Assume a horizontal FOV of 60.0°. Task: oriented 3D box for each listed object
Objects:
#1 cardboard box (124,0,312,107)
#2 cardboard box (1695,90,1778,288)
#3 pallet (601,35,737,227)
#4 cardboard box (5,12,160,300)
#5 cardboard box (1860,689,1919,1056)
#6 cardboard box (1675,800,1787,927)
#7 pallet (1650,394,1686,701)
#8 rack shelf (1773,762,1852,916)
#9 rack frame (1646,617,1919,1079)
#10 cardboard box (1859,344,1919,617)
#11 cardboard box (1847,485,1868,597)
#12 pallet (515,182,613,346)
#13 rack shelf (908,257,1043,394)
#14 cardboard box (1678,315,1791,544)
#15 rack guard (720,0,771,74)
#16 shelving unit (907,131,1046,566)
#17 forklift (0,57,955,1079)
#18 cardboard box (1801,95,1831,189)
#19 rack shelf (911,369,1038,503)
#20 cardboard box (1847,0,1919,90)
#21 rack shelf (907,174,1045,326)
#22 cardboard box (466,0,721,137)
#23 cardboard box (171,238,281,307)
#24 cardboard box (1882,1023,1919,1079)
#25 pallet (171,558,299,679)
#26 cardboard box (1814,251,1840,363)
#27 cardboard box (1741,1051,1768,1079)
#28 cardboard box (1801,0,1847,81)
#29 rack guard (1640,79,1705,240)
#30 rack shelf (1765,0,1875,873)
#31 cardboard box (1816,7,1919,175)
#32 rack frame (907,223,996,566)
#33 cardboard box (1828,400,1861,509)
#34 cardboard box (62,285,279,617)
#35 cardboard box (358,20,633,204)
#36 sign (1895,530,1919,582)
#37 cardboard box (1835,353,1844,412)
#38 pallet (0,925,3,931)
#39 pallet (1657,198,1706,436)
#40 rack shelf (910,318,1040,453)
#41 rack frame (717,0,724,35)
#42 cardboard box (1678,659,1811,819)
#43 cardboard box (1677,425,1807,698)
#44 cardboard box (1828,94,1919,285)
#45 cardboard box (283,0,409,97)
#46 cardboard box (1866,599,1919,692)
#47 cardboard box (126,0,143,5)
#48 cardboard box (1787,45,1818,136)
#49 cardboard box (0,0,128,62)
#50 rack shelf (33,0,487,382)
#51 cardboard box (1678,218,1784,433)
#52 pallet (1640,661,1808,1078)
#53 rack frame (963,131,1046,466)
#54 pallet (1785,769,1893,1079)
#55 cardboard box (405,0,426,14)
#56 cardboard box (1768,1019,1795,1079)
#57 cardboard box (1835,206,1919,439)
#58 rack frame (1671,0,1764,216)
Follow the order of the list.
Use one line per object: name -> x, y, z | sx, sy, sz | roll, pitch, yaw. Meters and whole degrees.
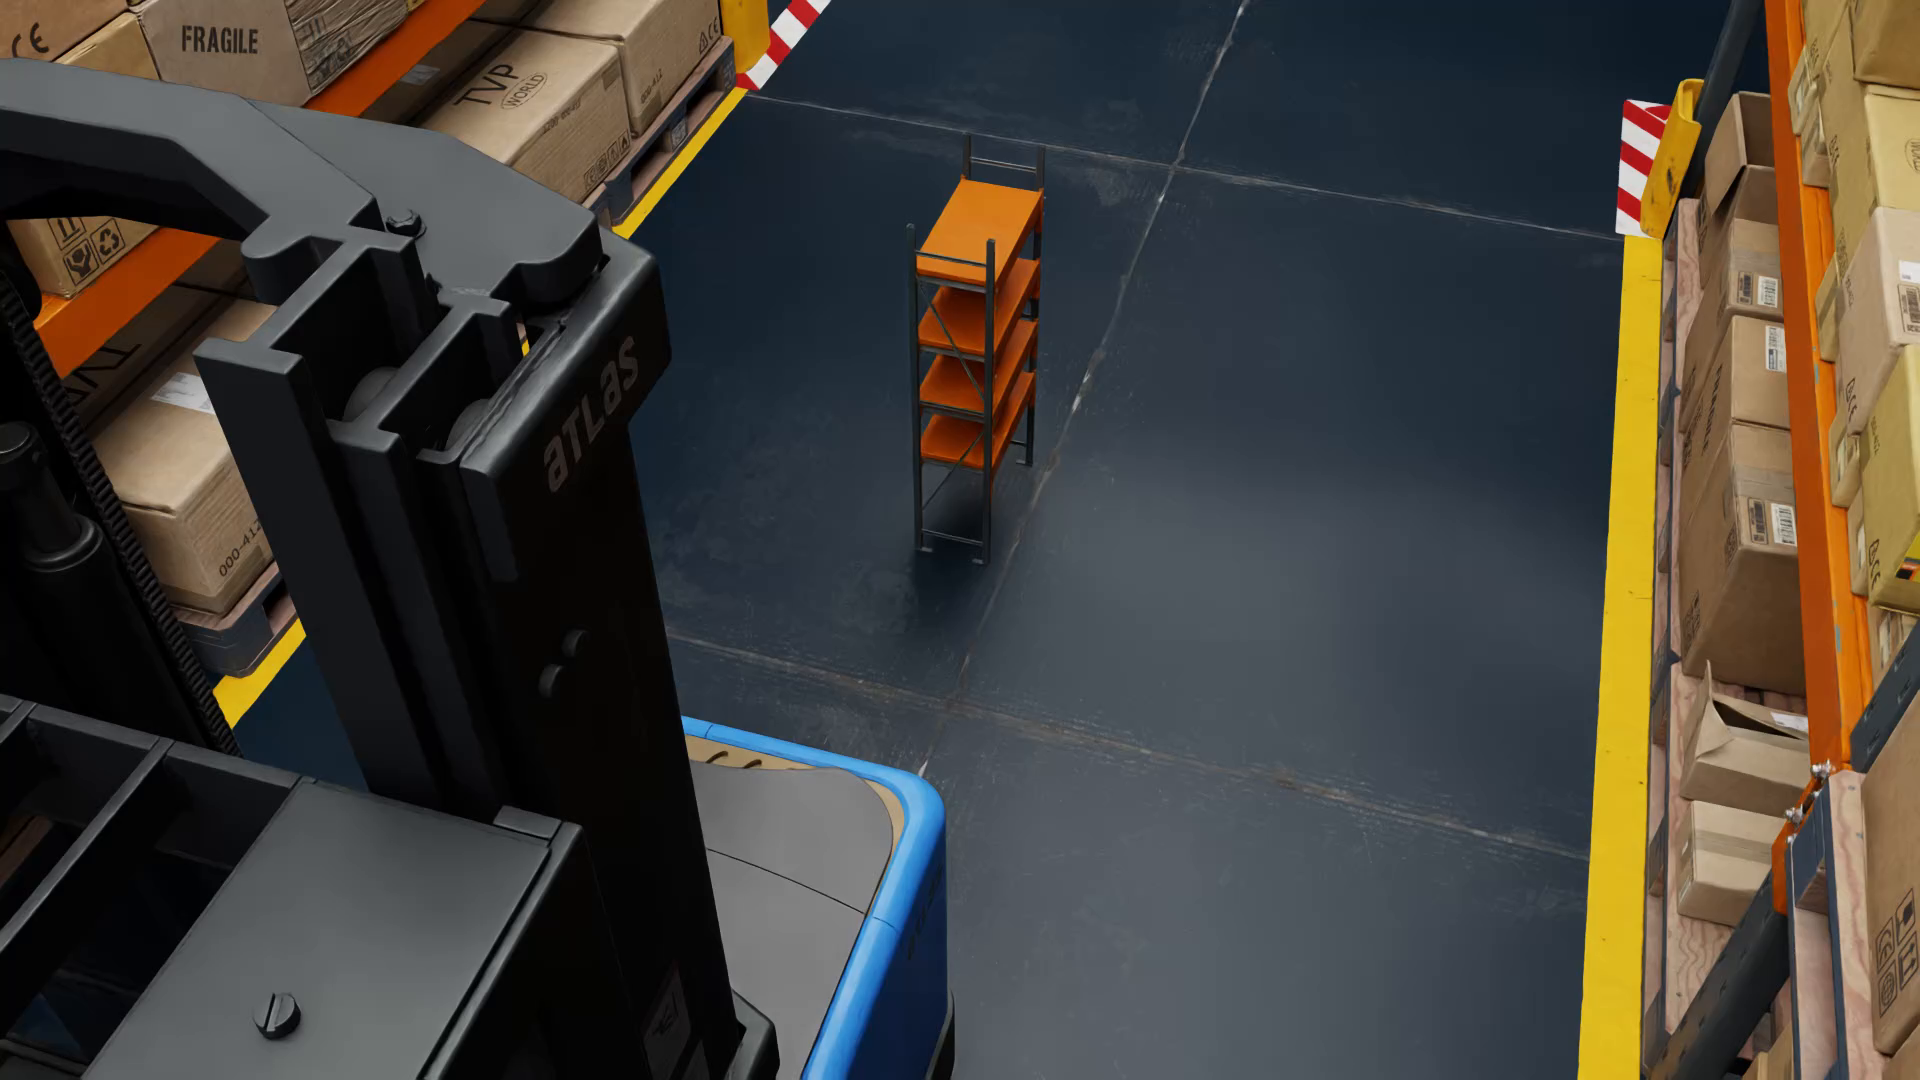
cardboard box -> -2.123, -1.305, 4.367 | 0.500, 0.500, 0.500 | 13, 46, 13
cardboard box -> 2.997, -1.165, 5.780 | 0.797, 0.503, 0.637 | 11, 45, 11
pallet -> -1.627, -1.797, 6.936 | 1.003, 0.211, 1.213 | 13, 46, 13
cardboard box -> -2.279, -0.970, 4.026 | 0.500, 0.500, 0.500 | 14, 46, 14
cardboard box -> 1.702, 0.461, 2.263 | 0.700, 0.500, 0.500 | 14, 46, 14
cardboard box -> 1.950, 0.807, 4.019 | 0.380, 0.149, 0.250 | 11, 45, 11
pallet -> 2.638, 0.095, 5.002 | 1.003, 0.211, 1.213 | 13, 46, 13
rack shelf -> 1.456, 1.962, 1.615 | 1.077, 0.370, 4.000 | 13, 46, 13
rack frame -> 2.058, 0.371, 2.726 | 0.949, 2.616, 0.053 | 13, 46, 13
cardboard box -> 1.983, -0.072, 3.074 | 0.500, 0.250, 0.500 | 14, 46, 14
cardboard box -> 1.975, 0.017, 3.267 | 0.380, 0.149, 0.250 | 14, 46, 14
pallet -> -1.998, -0.987, 6.108 | 1.003, 0.211, 1.213 | 13, 46, 12
rack shelf -> 0.050, -0.651, 4.834 | 0.258, 0.148, 0.480 | 13, 46, 13
cardboard box -> 2.446, -0.271, 4.869 | 0.500, 0.500, 0.500 | 13, 46, 13
rack guard -> -1.452, -2.466, 7.413 | 1.175, 0.500, 0.348 | 13, 46, 13
shelving unit -> 0.050, -0.539, 4.943 | 0.258, 1.200, 0.503 | 13, 46, 13
forklift -> -0.933, 1.074, 2.056 | 1.130, 2.935, 3.031 | 12, 46, 12
cardboard box -> 2.414, -1.016, 4.323 | 0.380, 0.149, 0.250 | 14, 46, 13
rack shelf -> 0.050, -0.349, 5.129 | 0.258, 0.148, 0.480 | 13, 46, 13
cardboard box -> 2.424, -1.370, 3.864 | 0.500, 0.500, 0.500 | 14, 46, 14
rack shelf -> 0.050, -0.820, 4.668 | 0.258, 0.148, 0.480 | 13, 46, 13
cardboard box -> -1.564, -2.117, 6.800 | 0.875, 0.438, 0.875 | 11, 45, 11
cardboard box -> -2.108, -0.904, 5.561 | 0.875, 0.438, 0.875 | 11, 45, 11
cardboard box -> 1.545, 0.806, 1.910 | 0.700, 0.500, 0.500 | 13, 46, 13
pallet -> -2.366, -0.171, 5.274 | 1.003, 0.211, 1.213 | 13, 46, 13
cardboard box -> 2.187, -0.507, 3.803 | 0.380, 0.149, 0.250 | 12, 46, 12
cardboard box -> 1.700, 1.390, 3.172 | 0.500, 0.500, 0.500 | 14, 46, 14
cardboard box -> 2.576, -1.427, 4.459 | 0.500, 0.250, 0.500 | 12, 46, 12
rack guard -> 3.250, -1.351, 6.273 | 1.175, 0.500, 0.348 | 13, 46, 13
rack shelf -> 2.667, -0.705, 4.340 | 1.077, 0.370, 4.000 | 13, 46, 13
cardboard box -> 2.441, -1.082, 4.106 | 0.500, 0.250, 0.500 | 11, 46, 11
rack frame -> -0.024, -0.377, 4.777 | 0.240, 1.200, 0.015 | 13, 46, 13
cardboard box -> 2.031, -0.161, 3.450 | 0.380, 0.149, 0.250 | 14, 46, 14
cardboard box -> -2.378, -0.307, 4.951 | 0.875, 0.438, 0.875 | 12, 46, 12
cardboard box -> -1.833, -1.505, 6.175 | 0.875, 0.438, 0.875 | 14, 46, 14
sign -> 1.542, -0.048, 2.535 | 0.100, 0.325, 0.005 | 13, 46, 13
cardboard box -> 2.136, -0.330, 3.623 | 0.380, 0.149, 0.250 | 14, 46, 14
pallet -> -2.832, 0.850, 4.231 | 1.003, 0.211, 1.213 | 13, 46, 13
pallet -> 3.009, -0.716, 5.831 | 1.003, 0.211, 1.213 | 13, 46, 13
rack shelf -> 0.050, -0.491, 4.990 | 0.258, 0.148, 0.480 | 13, 46, 13
rack frame -> -1.459, -3.344, 6.522 | 1.000, 3.000, 0.127 | 13, 46, 13
cardboard box -> 2.058, 0.527, 4.221 | 0.396, 0.266, 0.258 | 14, 46, 14
cardboard box -> 2.387, 0.090, 4.501 | 0.700, 0.500, 0.500 | 11, 45, 11
cardboard box -> 2.284, -0.739, 3.755 | 0.500, 0.250, 0.500 | 12, 46, 12
cardboard box -> -1.966, -1.635, 4.705 | 0.500, 0.500, 0.500 | 13, 46, 13
cardboard box -> 1.917, 0.195, 3.085 | 0.380, 0.149, 0.250 | 13, 46, 13
cardboard box -> -2.137, -1.672, 4.027 | 0.500, 0.500, 0.500 | 12, 46, 12
cardboard box -> 2.474, -1.196, 4.507 | 0.380, 0.149, 0.250 | 11, 46, 11
cardboard box -> -2.296, -1.337, 3.685 | 0.500, 0.500, 0.500 | 13, 46, 13
rack shelf -> -2.065, -1.753, 5.411 | 1.077, 0.370, 4.000 | 13, 46, 13
cardboard box -> 2.701, -0.602, 5.208 | 0.700, 0.500, 0.500 | 14, 46, 14
pallet -> 2.270, 0.911, 4.169 | 1.003, 0.211, 1.213 | 13, 46, 13
rack frame -> 0.124, -0.702, 5.109 | 0.240, 1.200, 0.015 | 13, 46, 13
pallet -> 1.715, 0.950, 2.272 | 1.003, 0.211, 1.213 | 13, 46, 13
cardboard box -> -1.810, -1.978, 5.056 | 0.500, 0.500, 0.500 | 14, 46, 14
cardboard box -> 1.699, 1.066, 3.039 | 0.380, 0.149, 0.250 | 15, 46, 14
cardboard box -> 2.121, -0.409, 3.418 | 0.500, 0.250, 0.500 | 13, 46, 13
rack frame -> 3.273, -2.295, 5.450 | 1.000, 3.000, 0.127 | 13, 46, 13
